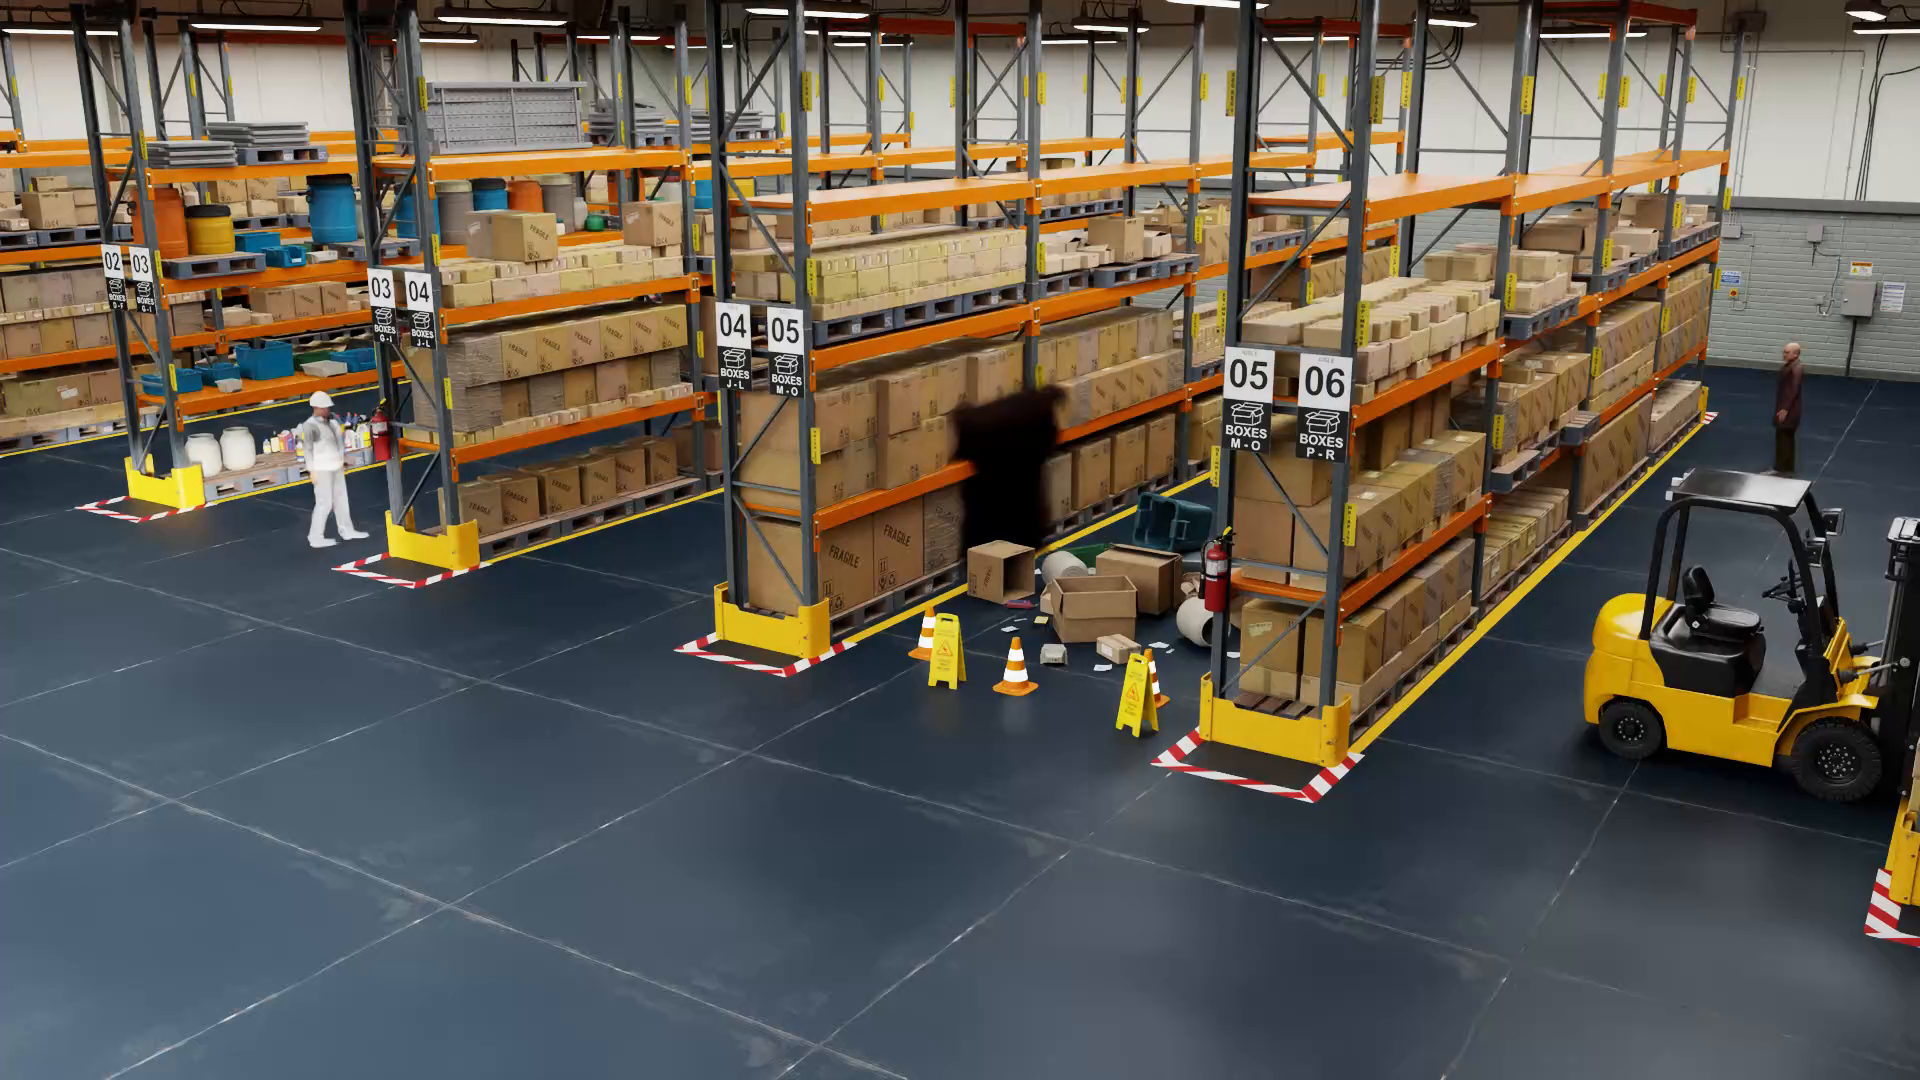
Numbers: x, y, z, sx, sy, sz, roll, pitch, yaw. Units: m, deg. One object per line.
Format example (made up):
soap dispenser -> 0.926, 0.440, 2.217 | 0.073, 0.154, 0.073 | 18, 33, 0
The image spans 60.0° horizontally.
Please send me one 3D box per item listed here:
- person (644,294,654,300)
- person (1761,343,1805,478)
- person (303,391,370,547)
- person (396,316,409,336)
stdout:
person -> -5.958, -4.295, 31.554 | 0.418, 1.688, 0.495 | 13, 20, 40
person -> 10.974, -1.729, 22.072 | 0.386, 1.784, 0.605 | 9, 18, 29
person -> -7.132, -0.826, 18.928 | 0.578, 1.778, 0.547 | 0, 16, 0
person -> -10.850, -4.515, 32.417 | 0.352, 1.659, 0.474 | 11, 19, 34
